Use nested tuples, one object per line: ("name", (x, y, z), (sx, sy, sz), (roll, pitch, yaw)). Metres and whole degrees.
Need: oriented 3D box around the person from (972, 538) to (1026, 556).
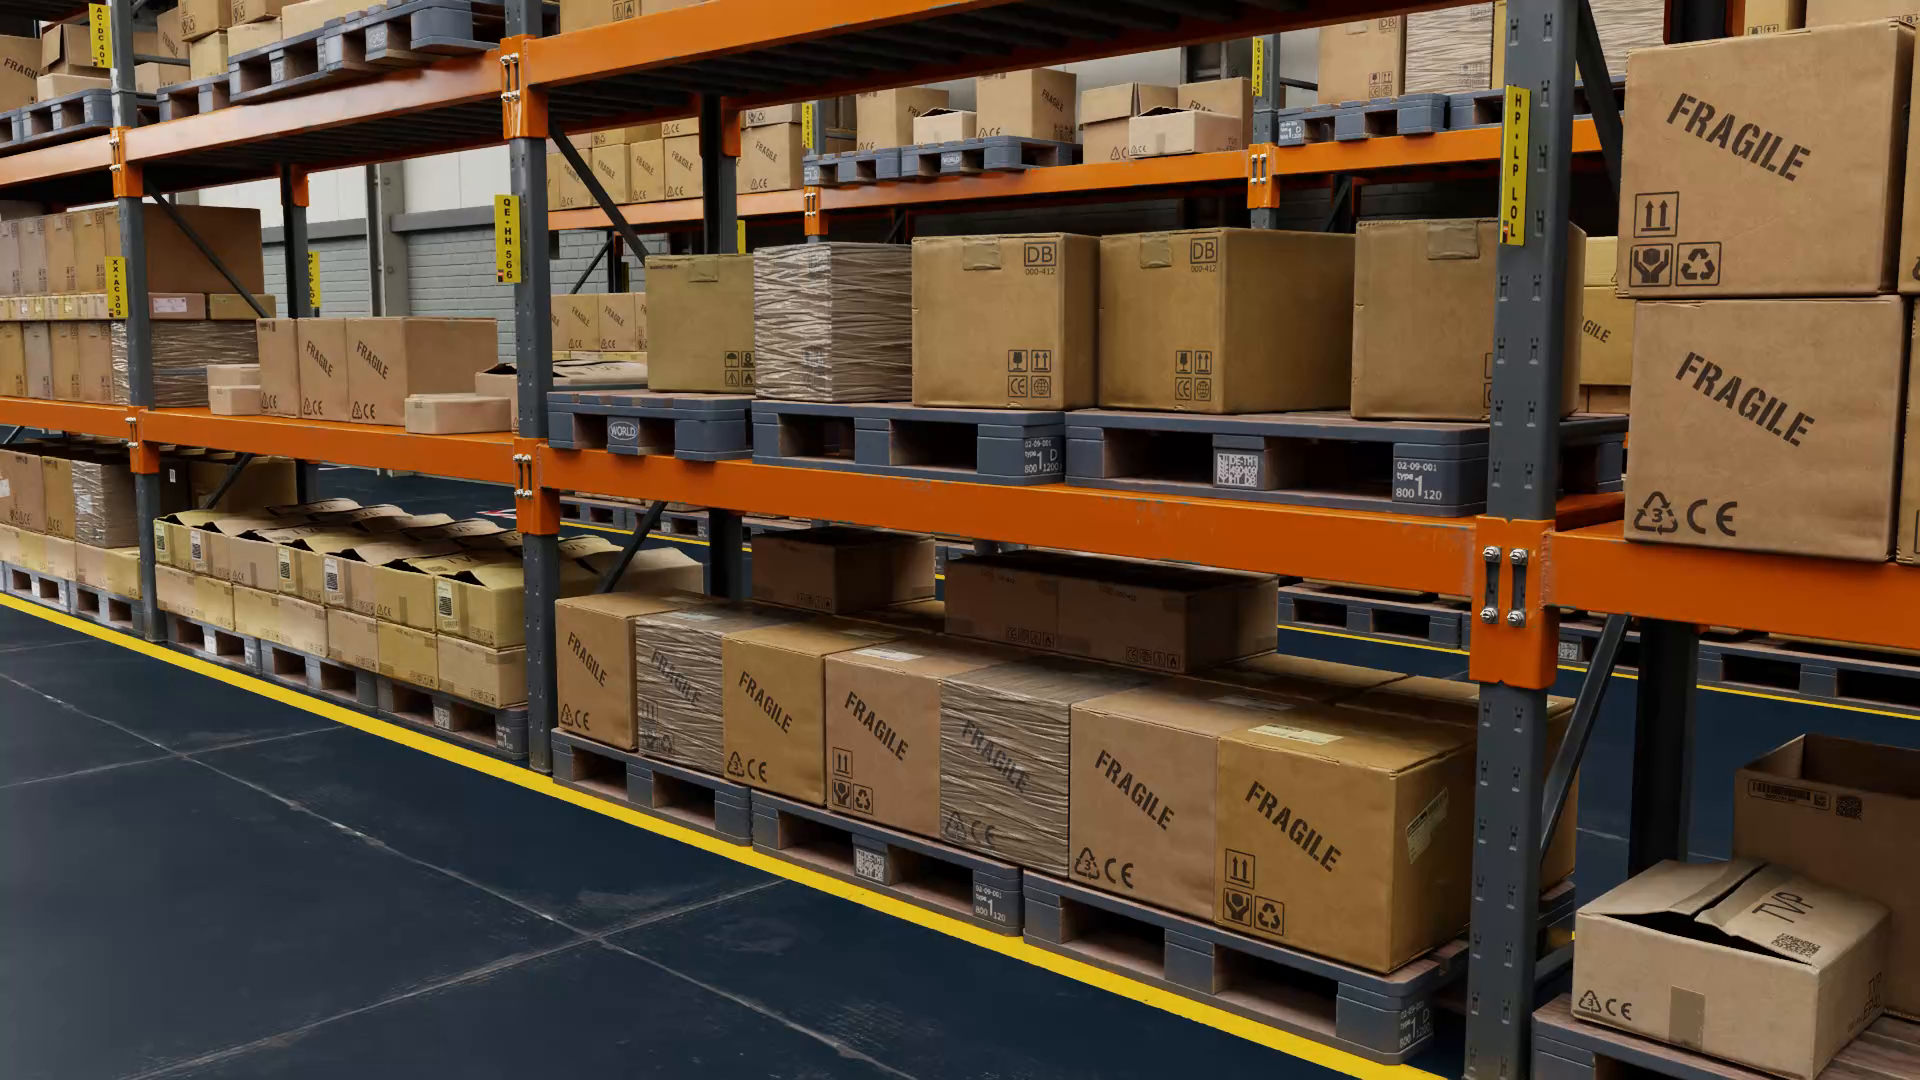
("person", (0.201, -0.237, 9.139), (0.537, 1.663, 0.405), (7, 10, 42))
